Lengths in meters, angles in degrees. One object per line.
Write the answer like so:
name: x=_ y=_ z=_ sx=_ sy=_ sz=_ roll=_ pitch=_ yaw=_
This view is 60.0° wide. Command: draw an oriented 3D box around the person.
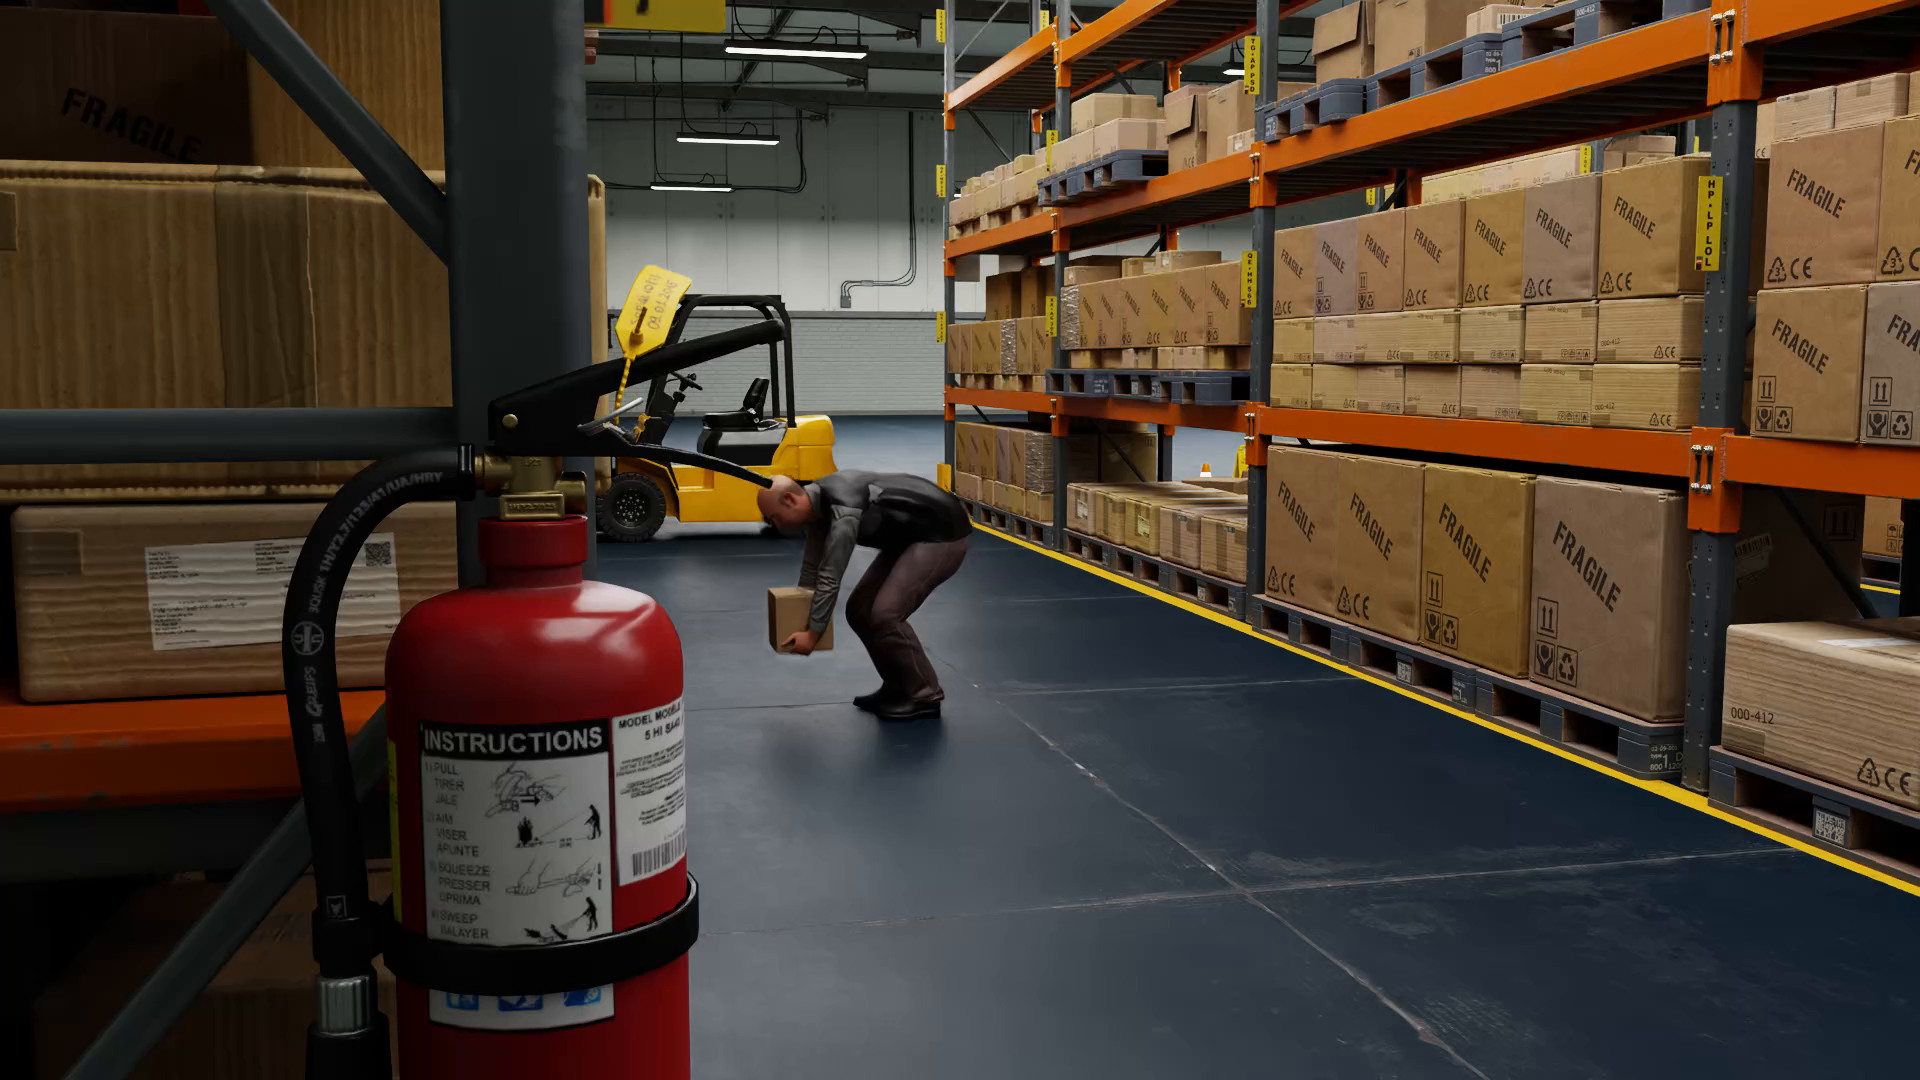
person: x=-0.422 y=0.233 z=7.347 sx=0.948 sy=1.092 sz=0.491 roll=-2 pitch=6 yaw=-16
